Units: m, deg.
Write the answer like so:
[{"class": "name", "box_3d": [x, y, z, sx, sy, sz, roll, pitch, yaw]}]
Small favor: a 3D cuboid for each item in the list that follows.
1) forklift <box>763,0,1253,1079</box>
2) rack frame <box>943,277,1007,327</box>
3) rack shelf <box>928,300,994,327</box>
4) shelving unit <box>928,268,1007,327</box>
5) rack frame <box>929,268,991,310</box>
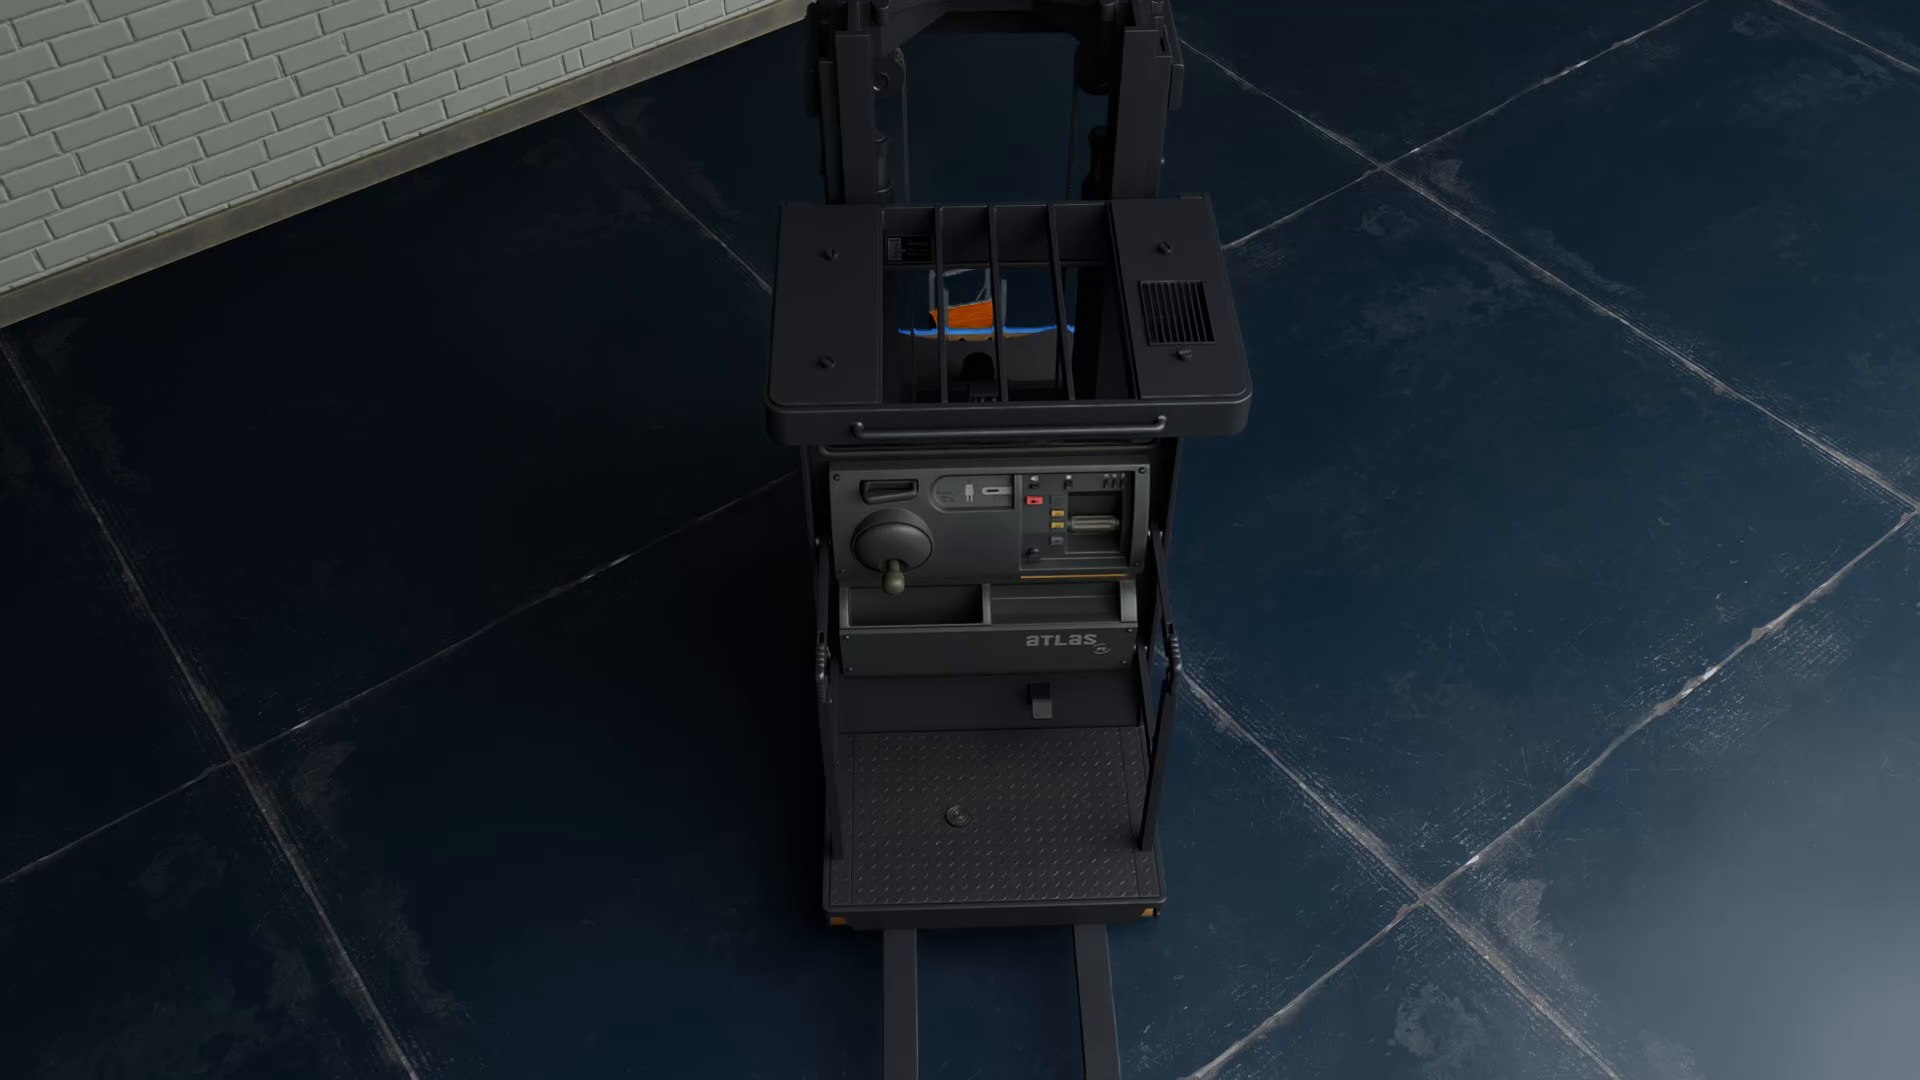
[{"class": "forklift", "box_3d": [0.096, 0.055, 4.721, 1.130, 2.935, 3.031, -1, 48, -1]}, {"class": "rack frame", "box_3d": [0.053, -0.517, 6.408, 0.240, 1.200, 0.006, -12, 49, -11]}, {"class": "rack shelf", "box_3d": [0.027, -0.795, 6.233, 0.258, 0.103, 0.180, -12, 49, -11]}, {"class": "shelving unit", "box_3d": [0.027, -0.582, 6.467, 0.258, 1.200, 0.189, -12, 49, -11]}, {"class": "rack frame", "box_3d": [0.002, -0.648, 6.526, 0.240, 1.200, 0.006, -12, 49, -11]}]
